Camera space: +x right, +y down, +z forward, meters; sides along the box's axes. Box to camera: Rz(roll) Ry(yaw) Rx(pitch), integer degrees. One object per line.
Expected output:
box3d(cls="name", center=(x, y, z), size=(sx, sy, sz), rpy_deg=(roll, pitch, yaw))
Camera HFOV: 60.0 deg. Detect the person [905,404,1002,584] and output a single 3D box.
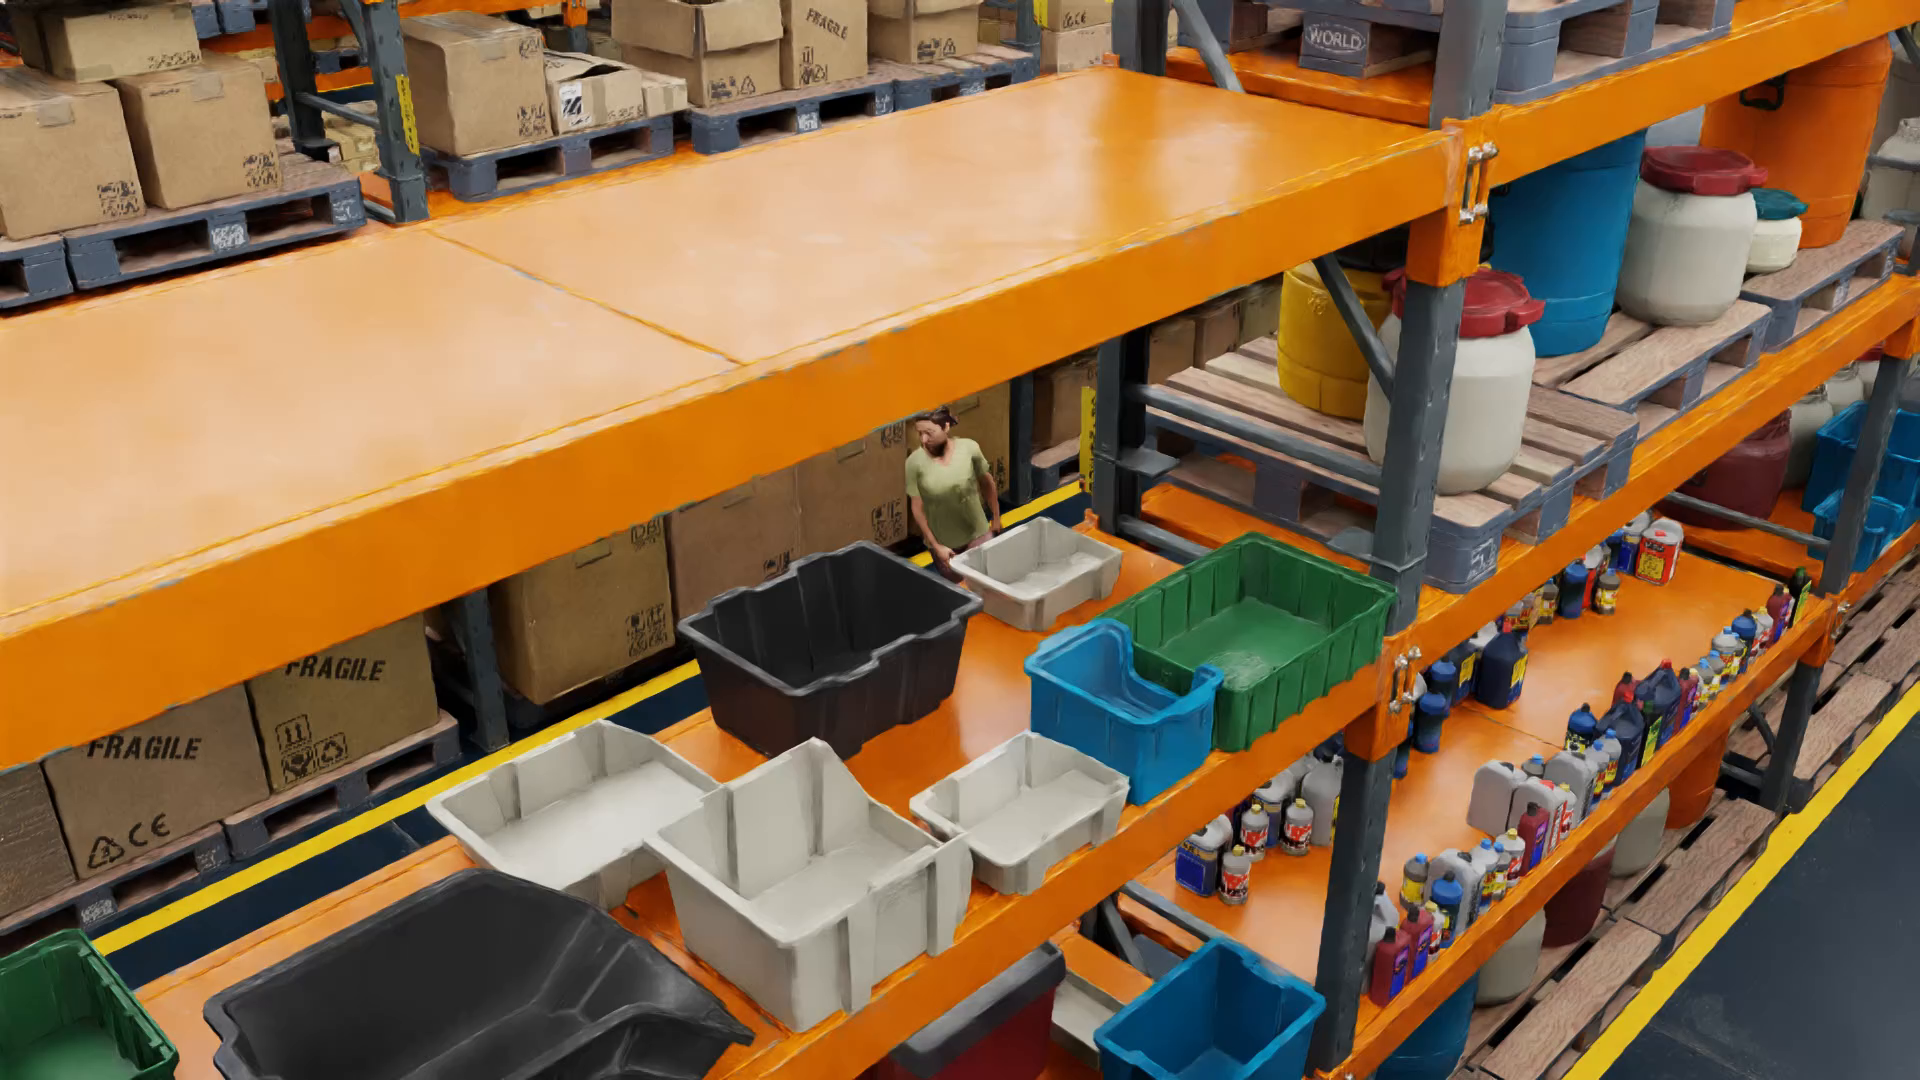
box3d(cls="person", center=(0.037, 0.095, 8.982), size=(0.652, 1.395, 0.494), rpy_deg=(-6, 28, -11))
